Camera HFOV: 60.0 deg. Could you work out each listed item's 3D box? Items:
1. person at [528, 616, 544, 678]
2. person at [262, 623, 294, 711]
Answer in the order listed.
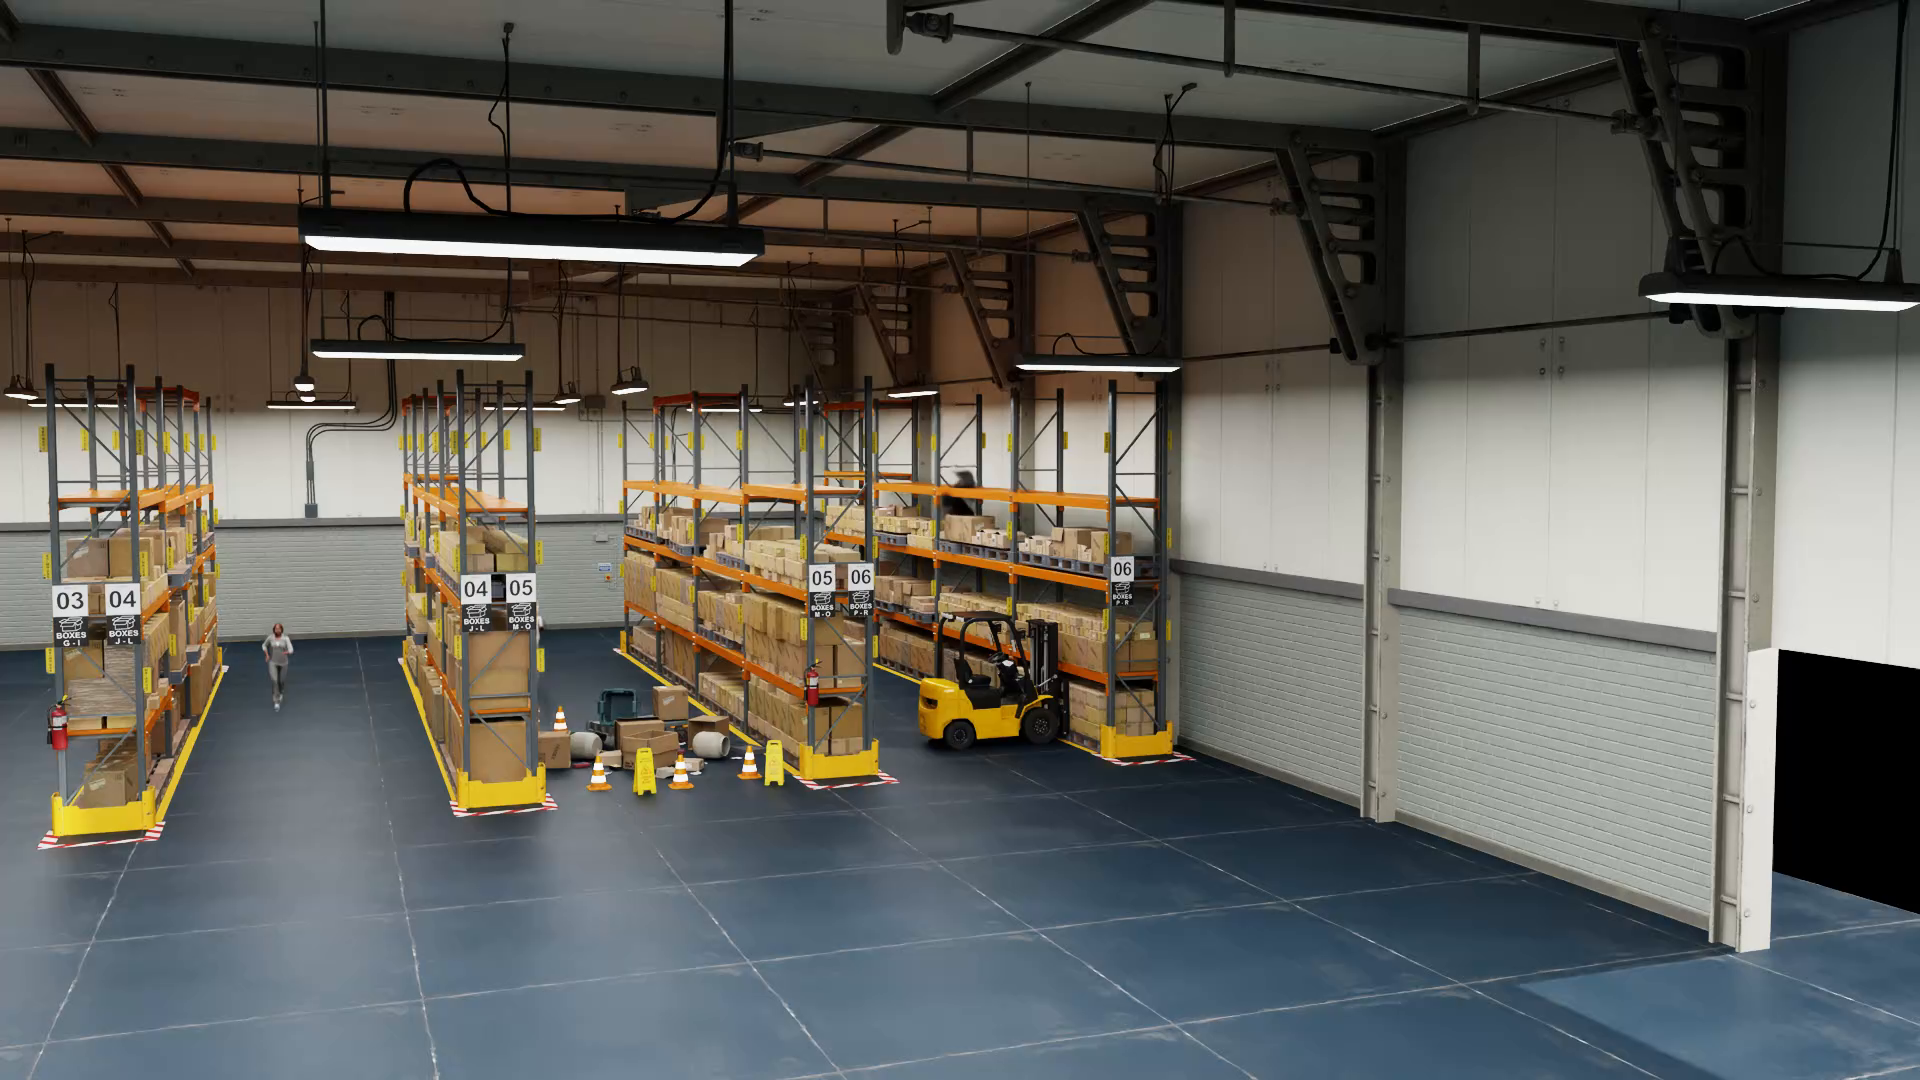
[{"bbox_3d":[-9.022,2.123,34.879,0.591,1.705,0.941,-1,4,-18],"label":"person"},{"bbox_3d":[-12.832,2.361,31.307,0.539,1.613,0.871,-1,4,-24],"label":"person"}]
